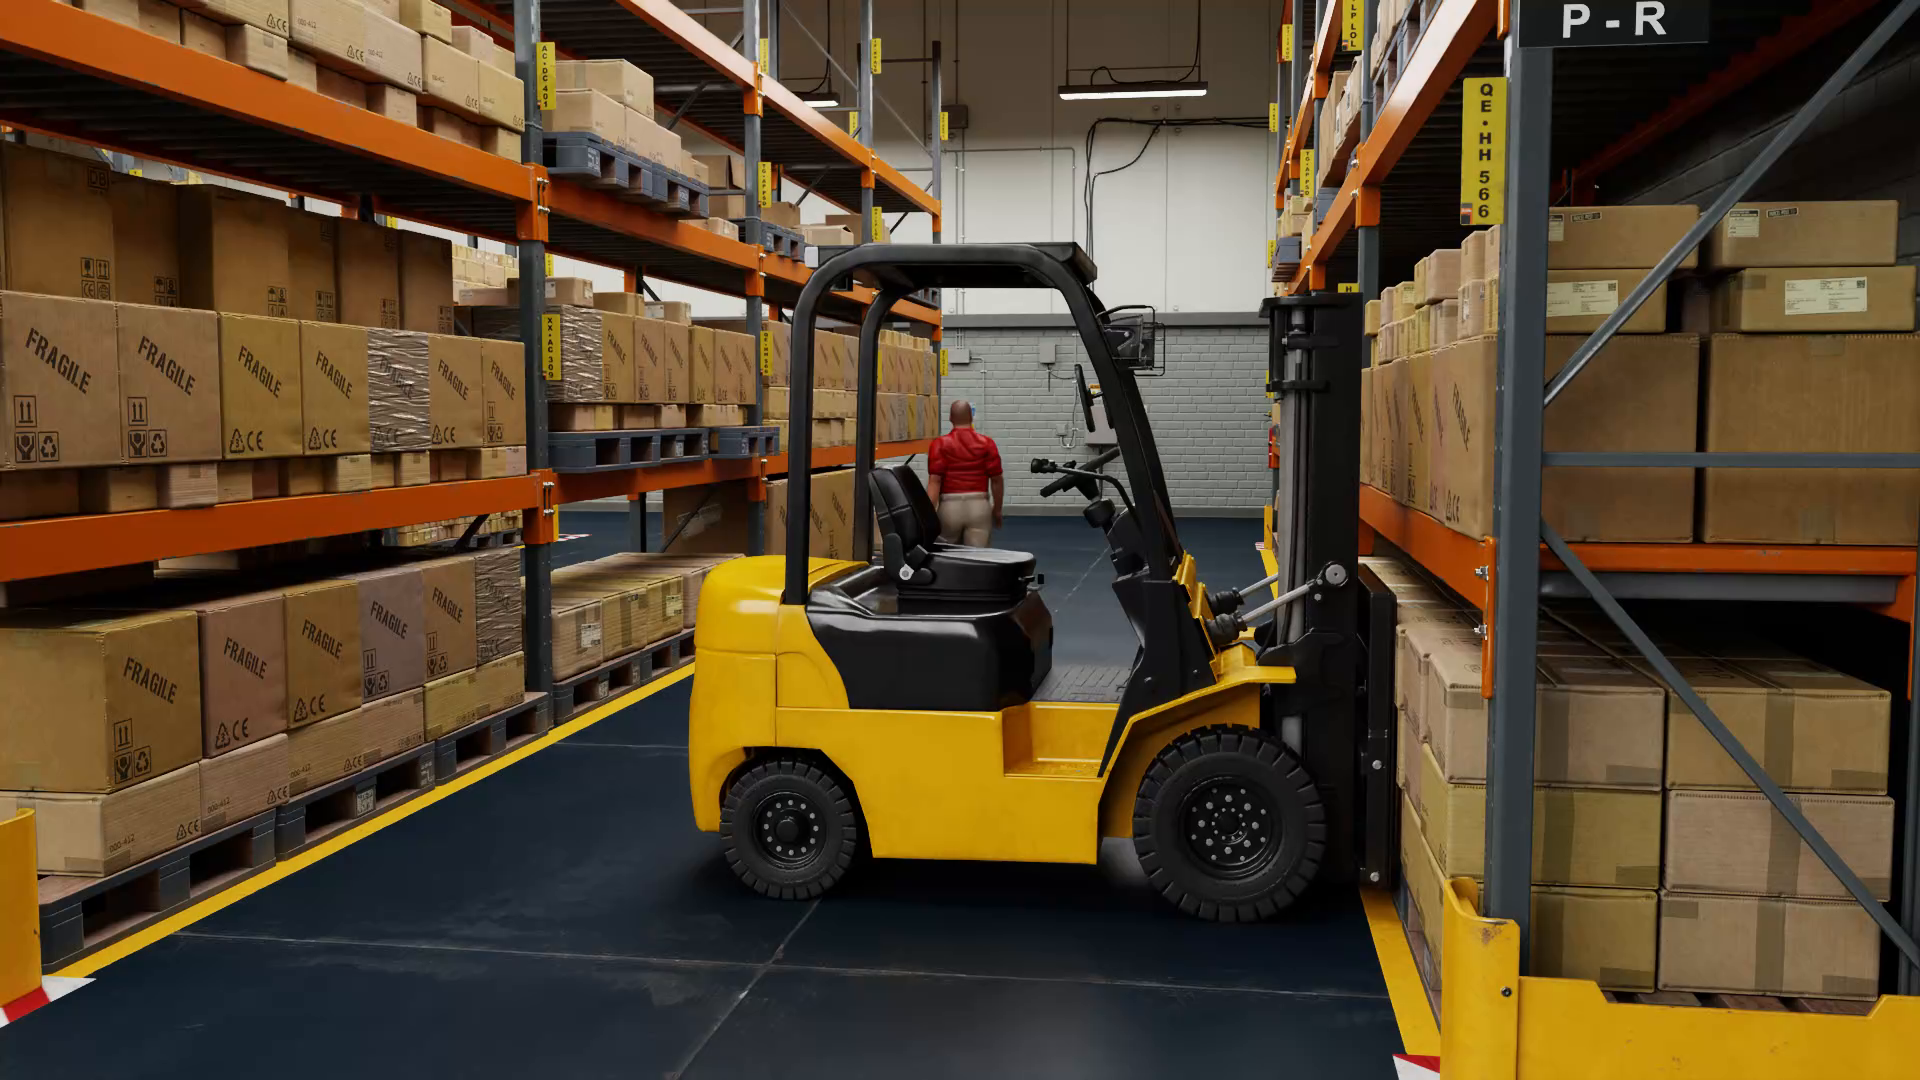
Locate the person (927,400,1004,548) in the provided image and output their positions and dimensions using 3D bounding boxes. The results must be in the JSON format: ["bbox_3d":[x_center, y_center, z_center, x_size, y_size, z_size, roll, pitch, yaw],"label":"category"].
[{"bbox_3d":[0.039,-0.188,12.164,0.565,1.670,1.039,0,4,1],"label":"person"}]
